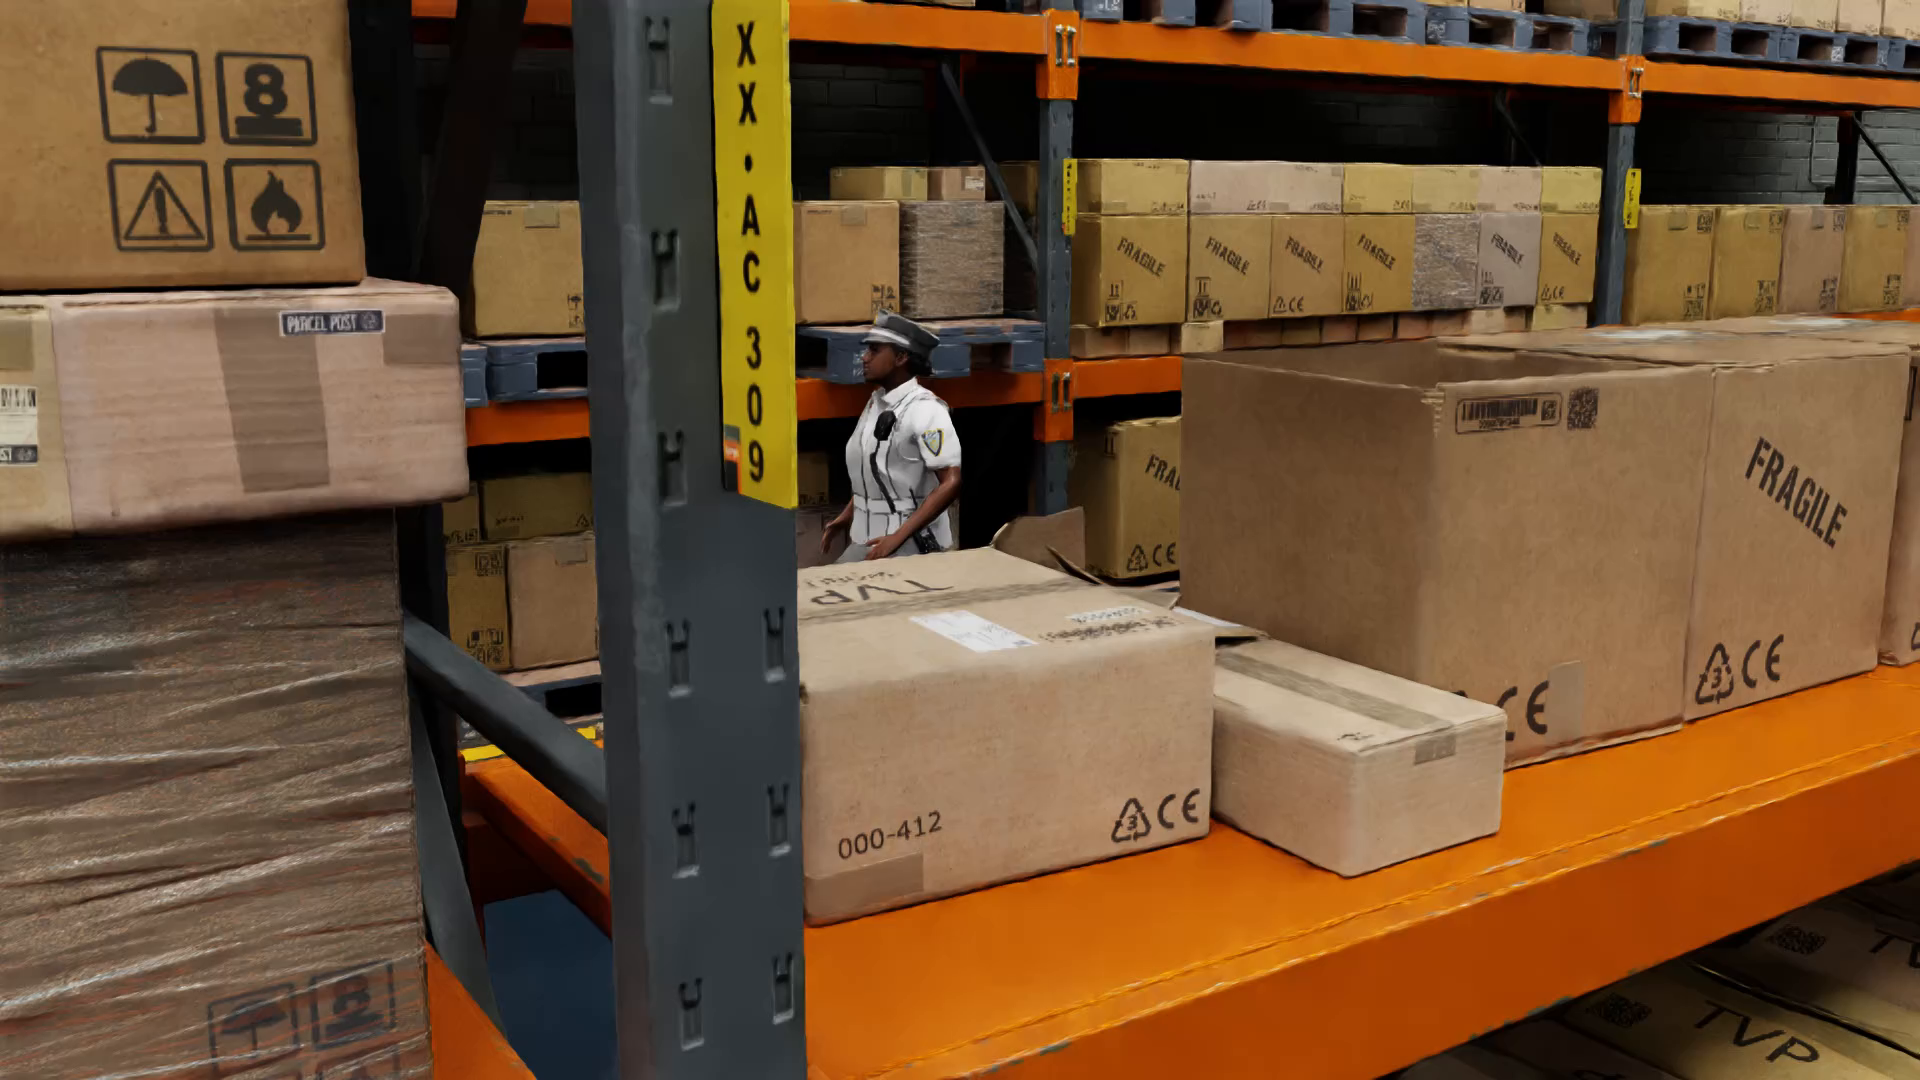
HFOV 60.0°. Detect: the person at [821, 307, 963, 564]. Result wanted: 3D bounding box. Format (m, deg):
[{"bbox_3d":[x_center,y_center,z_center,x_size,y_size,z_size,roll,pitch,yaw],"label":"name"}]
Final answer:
[{"bbox_3d":[-0.263,0.041,5.749,0.467,1.672,0.639,-8,14,-36],"label":"person"}]
